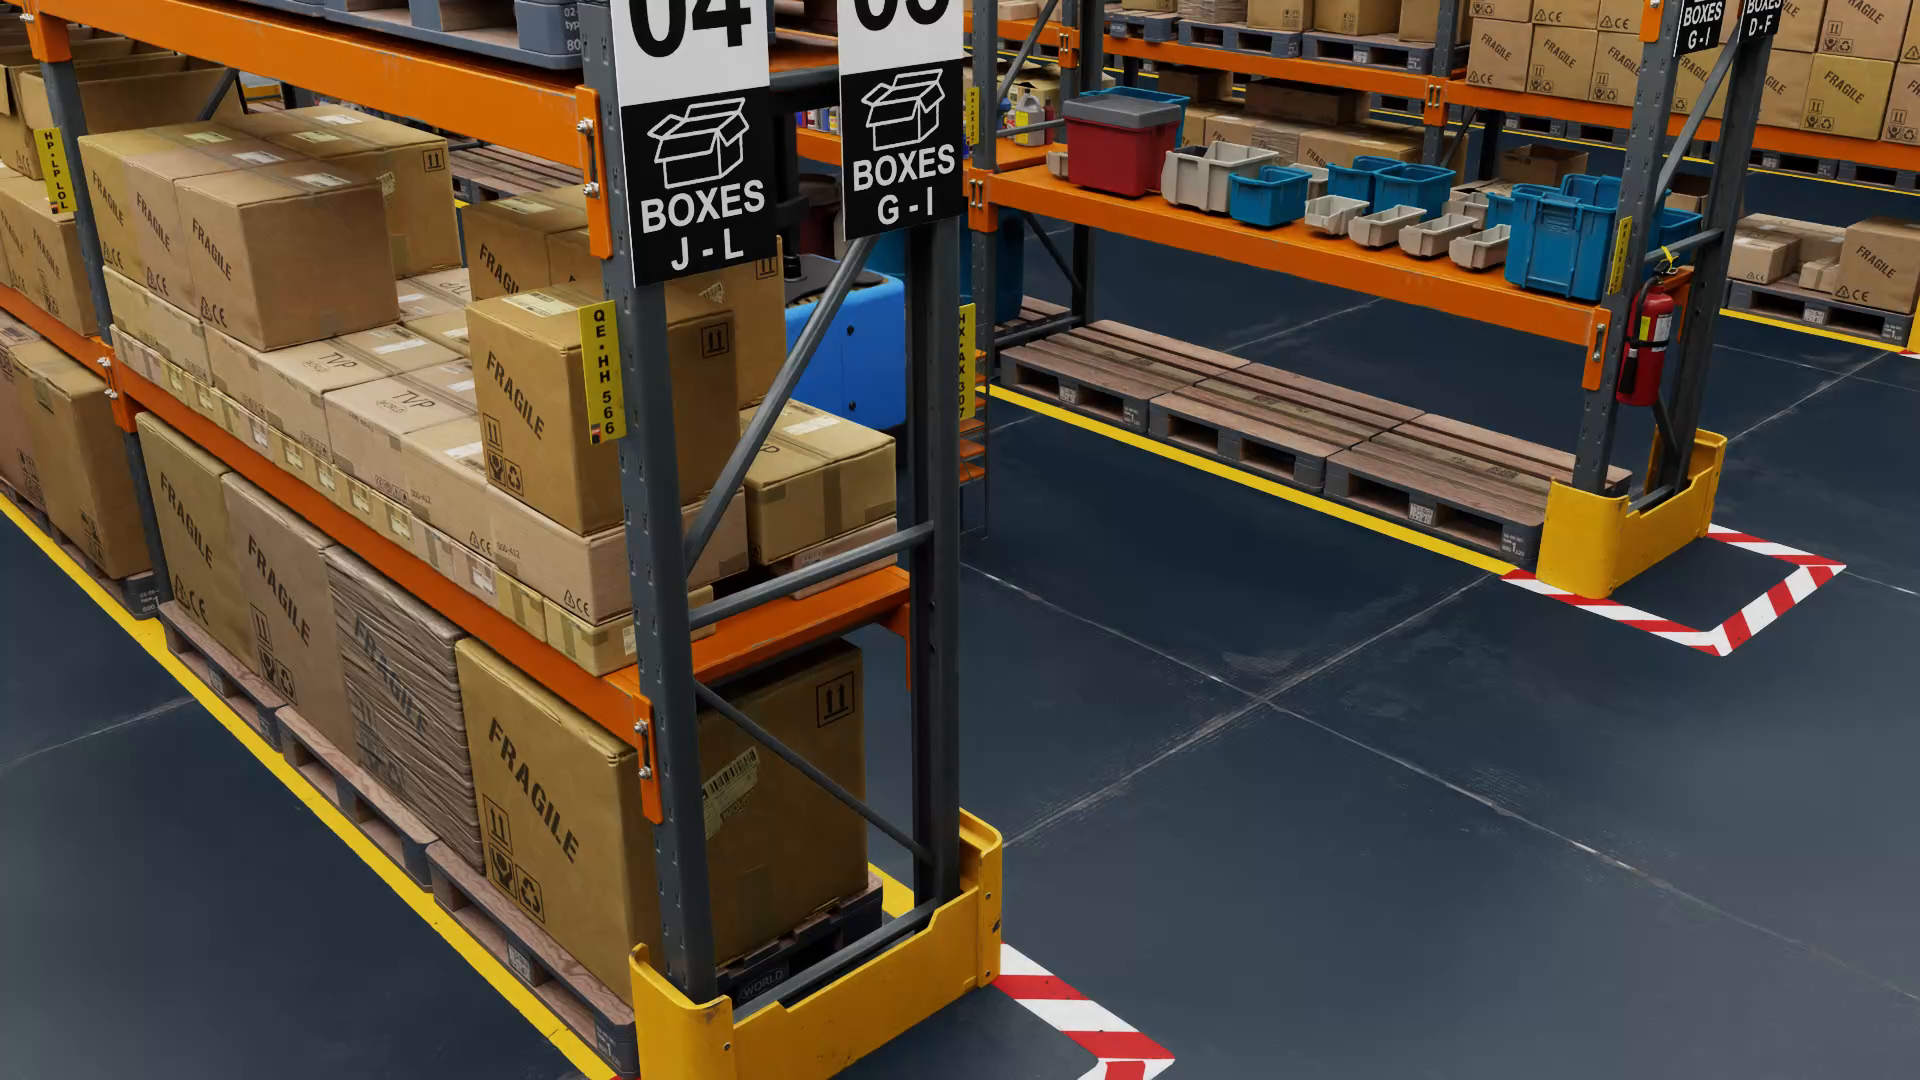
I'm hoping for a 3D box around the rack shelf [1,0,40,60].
[{"bbox_3d":[-4.506,-2.751,7.918,1.077,0.370,4.000,-21,32,-38],"label":"rack shelf"}]

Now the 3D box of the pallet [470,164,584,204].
[{"bbox_3d":[-3.588,-3.071,14.727,1.003,0.211,1.213,-21,32,-38],"label":"pallet"}]

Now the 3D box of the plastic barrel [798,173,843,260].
[{"bbox_3d":[-1.139,-2.333,12.149,0.600,0.588,0.708,-21,32,-38],"label":"plastic barrel"}]

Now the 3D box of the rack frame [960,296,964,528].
[{"bbox_3d":[-0.072,-0.578,8.071,0.240,1.200,0.006,-21,32,-38],"label":"rack frame"}]

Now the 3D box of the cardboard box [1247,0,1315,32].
[{"bbox_3d":[2.842,-4.671,14.248,0.500,0.500,0.700,15,28,29],"label":"cardboard box"}]

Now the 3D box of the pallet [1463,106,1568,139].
[{"bbox_3d":[6.288,-4.636,18.159,1.003,0.211,1.213,-21,32,-38],"label":"pallet"}]

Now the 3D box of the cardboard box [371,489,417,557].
[{"bbox_3d":[-1.588,-0.105,5.168,0.380,0.149,0.250,-22,33,-40],"label":"cardboard box"}]

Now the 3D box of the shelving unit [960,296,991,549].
[{"bbox_3d":[-0.010,-0.550,8.011,0.258,1.200,0.189,-21,32,-38],"label":"shelving unit"}]

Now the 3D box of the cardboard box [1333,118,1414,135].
[{"bbox_3d":[3.569,-3.354,14.469,0.500,0.500,0.500,-21,32,-38],"label":"cardboard box"}]

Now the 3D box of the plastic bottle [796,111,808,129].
[{"bbox_3d":[-1.065,-2.919,11.175,0.061,0.283,0.133,-21,32,-38],"label":"plastic bottle"}]

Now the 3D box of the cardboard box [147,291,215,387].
[{"bbox_3d":[-2.673,-0.806,6.225,0.500,0.250,0.500,-21,32,-39],"label":"cardboard box"}]

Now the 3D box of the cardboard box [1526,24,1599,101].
[{"bbox_3d":[4.596,-3.576,12.354,0.500,0.500,0.500,-21,32,-38],"label":"cardboard box"}]

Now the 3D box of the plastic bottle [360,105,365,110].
[{"bbox_3d":[-5.937,-4.207,16.600,0.061,0.283,0.133,-21,32,-38],"label":"plastic bottle"}]

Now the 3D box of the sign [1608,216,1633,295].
[{"bbox_3d":[2.820,-1.214,7.100,0.100,0.325,0.005,-21,32,-38],"label":"sign"}]

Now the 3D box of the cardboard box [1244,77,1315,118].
[{"bbox_3d":[2.915,-3.991,14.963,0.500,0.250,0.500,-22,32,-39],"label":"cardboard box"}]

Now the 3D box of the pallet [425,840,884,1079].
[{"bbox_3d":[-1.009,1.153,5.468,1.003,0.211,1.213,-21,32,-38],"label":"pallet"}]

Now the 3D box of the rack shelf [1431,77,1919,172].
[{"bbox_3d":[5.462,-2.983,12.042,1.077,0.370,4.000,-21,32,-38],"label":"rack shelf"}]

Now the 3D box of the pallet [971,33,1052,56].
[{"bbox_3d":[0.917,-7.041,23.430,1.003,0.211,1.213,-21,32,-38],"label":"pallet"}]

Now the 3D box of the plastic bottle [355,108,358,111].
[{"bbox_3d":[-5.915,-4.110,16.387,0.061,0.283,0.133,-19,30,-35],"label":"plastic bottle"}]

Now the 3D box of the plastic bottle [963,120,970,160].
[{"bbox_3d":[-0.029,-2.484,10.230,0.152,0.276,0.135,-21,32,-38],"label":"plastic bottle"}]

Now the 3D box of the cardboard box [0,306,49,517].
[{"bbox_3d":[-4.203,-0.791,8.423,0.875,0.875,1.225,22,33,40],"label":"cardboard box"}]

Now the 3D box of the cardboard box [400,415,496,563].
[{"bbox_3d":[-1.276,-0.188,4.870,0.500,0.250,0.500,-22,32,-39],"label":"cardboard box"}]

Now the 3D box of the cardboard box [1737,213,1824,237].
[{"bbox_3d":[5.981,-2.202,12.246,0.500,0.250,0.500,-21,32,-38],"label":"cardboard box"}]

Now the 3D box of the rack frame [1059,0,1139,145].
[{"bbox_3d":[1.361,-5.128,15.878,1.000,3.000,0.127,-21,32,-38],"label":"rack frame"}]

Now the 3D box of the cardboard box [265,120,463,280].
[{"bbox_3d":[-2.290,-1.299,6.403,0.500,0.500,0.500,-21,32,-38],"label":"cardboard box"}]

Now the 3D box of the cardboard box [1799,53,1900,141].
[{"bbox_3d":[5.967,-2.965,11.014,0.500,0.500,0.500,-21,32,-38],"label":"cardboard box"}]

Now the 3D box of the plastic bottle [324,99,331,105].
[{"bbox_3d":[-6.411,-4.335,16.896,0.097,0.271,0.097,0,25,0],"label":"plastic bottle"}]

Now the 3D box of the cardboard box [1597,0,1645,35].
[{"bbox_3d":[4.915,-3.882,11.821,0.500,0.500,0.500,-22,33,-40],"label":"cardboard box"}]

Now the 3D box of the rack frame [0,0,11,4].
[{"bbox_3d":[-5.873,-2.319,9.720,1.000,3.000,0.127,-21,32,-38],"label":"rack frame"}]

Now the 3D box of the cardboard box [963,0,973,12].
[{"bbox_3d":[0.202,-5.678,16.961,0.500,0.500,0.500,22,32,39],"label":"cardboard box"}]

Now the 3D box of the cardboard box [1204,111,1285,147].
[{"bbox_3d":[2.525,-3.505,14.801,0.500,0.500,0.500,22,33,40],"label":"cardboard box"}]

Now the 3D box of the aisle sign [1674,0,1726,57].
[{"bbox_3d":[3.046,-2.378,6.717,0.394,0.787,0.004,-21,32,-38],"label":"aisle sign"}]

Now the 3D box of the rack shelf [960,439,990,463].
[{"bbox_3d":[-0.010,-0.401,8.079,0.258,0.103,0.180,-21,32,-38],"label":"rack shelf"}]

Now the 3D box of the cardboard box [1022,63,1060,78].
[{"bbox_3d":[0.852,-4.722,17.119,0.500,0.311,0.500,-22,33,-40],"label":"cardboard box"}]

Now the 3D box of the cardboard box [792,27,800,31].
[{"bbox_3d":[-2.183,-5.855,19.373,0.500,0.500,0.500,-21,32,-38],"label":"cardboard box"}]

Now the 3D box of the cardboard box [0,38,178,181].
[{"bbox_3d":[-4.042,-2.012,7.717,0.797,0.503,0.637,-21,32,-38],"label":"cardboard box"}]

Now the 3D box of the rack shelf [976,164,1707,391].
[{"bbox_3d":[1.843,-1.579,8.964,1.077,0.370,4.000,-21,32,-38],"label":"rack shelf"}]

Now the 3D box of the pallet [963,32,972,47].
[{"bbox_3d":[0.088,-7.411,24.240,1.003,0.211,1.213,-21,32,-38],"label":"pallet"}]

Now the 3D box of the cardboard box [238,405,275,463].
[{"bbox_3d":[-2.293,-0.417,5.852,0.380,0.149,0.250,-21,32,-38],"label":"cardboard box"}]

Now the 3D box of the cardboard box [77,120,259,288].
[{"bbox_3d":[-2.998,-1.298,6.400,0.500,0.500,0.500,-21,32,-38],"label":"cardboard box"}]

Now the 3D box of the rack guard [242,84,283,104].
[{"bbox_3d":[-7.639,-5.001,18.610,1.175,0.500,0.348,-21,32,-38],"label":"rack guard"}]

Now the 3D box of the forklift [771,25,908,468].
[{"bbox_3d":[-1.651,-2.000,9.102,1.130,2.935,3.031,-22,33,-40],"label":"forklift"}]

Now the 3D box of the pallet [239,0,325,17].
[{"bbox_3d":[-1.758,-1.811,5.099,1.003,0.211,1.213,-21,32,-38],"label":"pallet"}]

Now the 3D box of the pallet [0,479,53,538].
[{"bbox_3d":[-4.560,-0.421,8.918,1.003,0.211,1.213,-21,32,-38],"label":"pallet"}]

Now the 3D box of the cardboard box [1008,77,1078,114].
[{"bbox_3d":[0.823,-4.412,16.439,0.500,0.311,0.500,-20,31,-37],"label":"cardboard box"}]

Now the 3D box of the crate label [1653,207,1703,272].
[{"bbox_3d":[3.282,-1.420,7.878,0.416,0.233,0.303,-21,32,-38],"label":"crate label"}]

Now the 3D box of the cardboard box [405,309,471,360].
[{"bbox_3d":[-1.598,-0.650,5.883,0.500,0.250,0.500,-22,32,-39],"label":"cardboard box"}]

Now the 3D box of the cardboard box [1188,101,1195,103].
[{"bbox_3d":[2.171,-3.975,15.830,0.500,0.500,0.500,-20,31,-37],"label":"cardboard box"}]

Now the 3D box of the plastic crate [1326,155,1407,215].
[{"bbox_3d":[2.177,-1.910,8.952,0.416,0.233,0.300,-21,32,-38],"label":"plastic crate"}]

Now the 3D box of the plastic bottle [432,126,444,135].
[{"bbox_3d":[-5.208,-4.181,16.544,0.061,0.283,0.133,-21,32,-38],"label":"plastic bottle"}]

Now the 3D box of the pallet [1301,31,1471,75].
[{"bbox_3d":[3.628,-4.102,13.860,1.003,0.211,1.213,-21,32,-38],"label":"pallet"}]

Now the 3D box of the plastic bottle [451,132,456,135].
[{"bbox_3d":[-5.028,-4.146,16.565,0.097,0.201,0.097,0,25,0],"label":"plastic bottle"}]

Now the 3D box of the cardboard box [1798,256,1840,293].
[{"bbox_3d":[6.066,-1.859,11.594,0.380,0.166,0.250,-21,32,-38],"label":"cardboard box"}]

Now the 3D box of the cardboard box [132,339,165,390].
[{"bbox_3d":[-3.000,-0.730,6.538,0.250,0.149,0.380,23,33,40],"label":"cardboard box"}]

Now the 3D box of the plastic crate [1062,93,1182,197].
[{"bbox_3d":[0.904,-2.227,9.369,0.402,0.464,0.583,-21,32,-38],"label":"plastic crate"}]

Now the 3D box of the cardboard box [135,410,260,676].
[{"bbox_3d":[-2.746,-0.109,6.929,0.875,0.875,0.875,-21,32,-38],"label":"cardboard box"}]

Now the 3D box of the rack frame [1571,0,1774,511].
[{"bbox_3d":[3.210,-1.301,7.487,1.000,3.000,0.127,-21,32,-38],"label":"rack frame"}]

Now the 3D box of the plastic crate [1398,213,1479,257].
[{"bbox_3d":[2.333,-1.496,8.160,0.396,0.136,0.243,-21,32,-38],"label":"plastic crate"}]

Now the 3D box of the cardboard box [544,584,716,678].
[{"bbox_3d":[-0.889,0.204,4.491,0.380,0.149,0.250,-20,32,-38],"label":"cardboard box"}]
